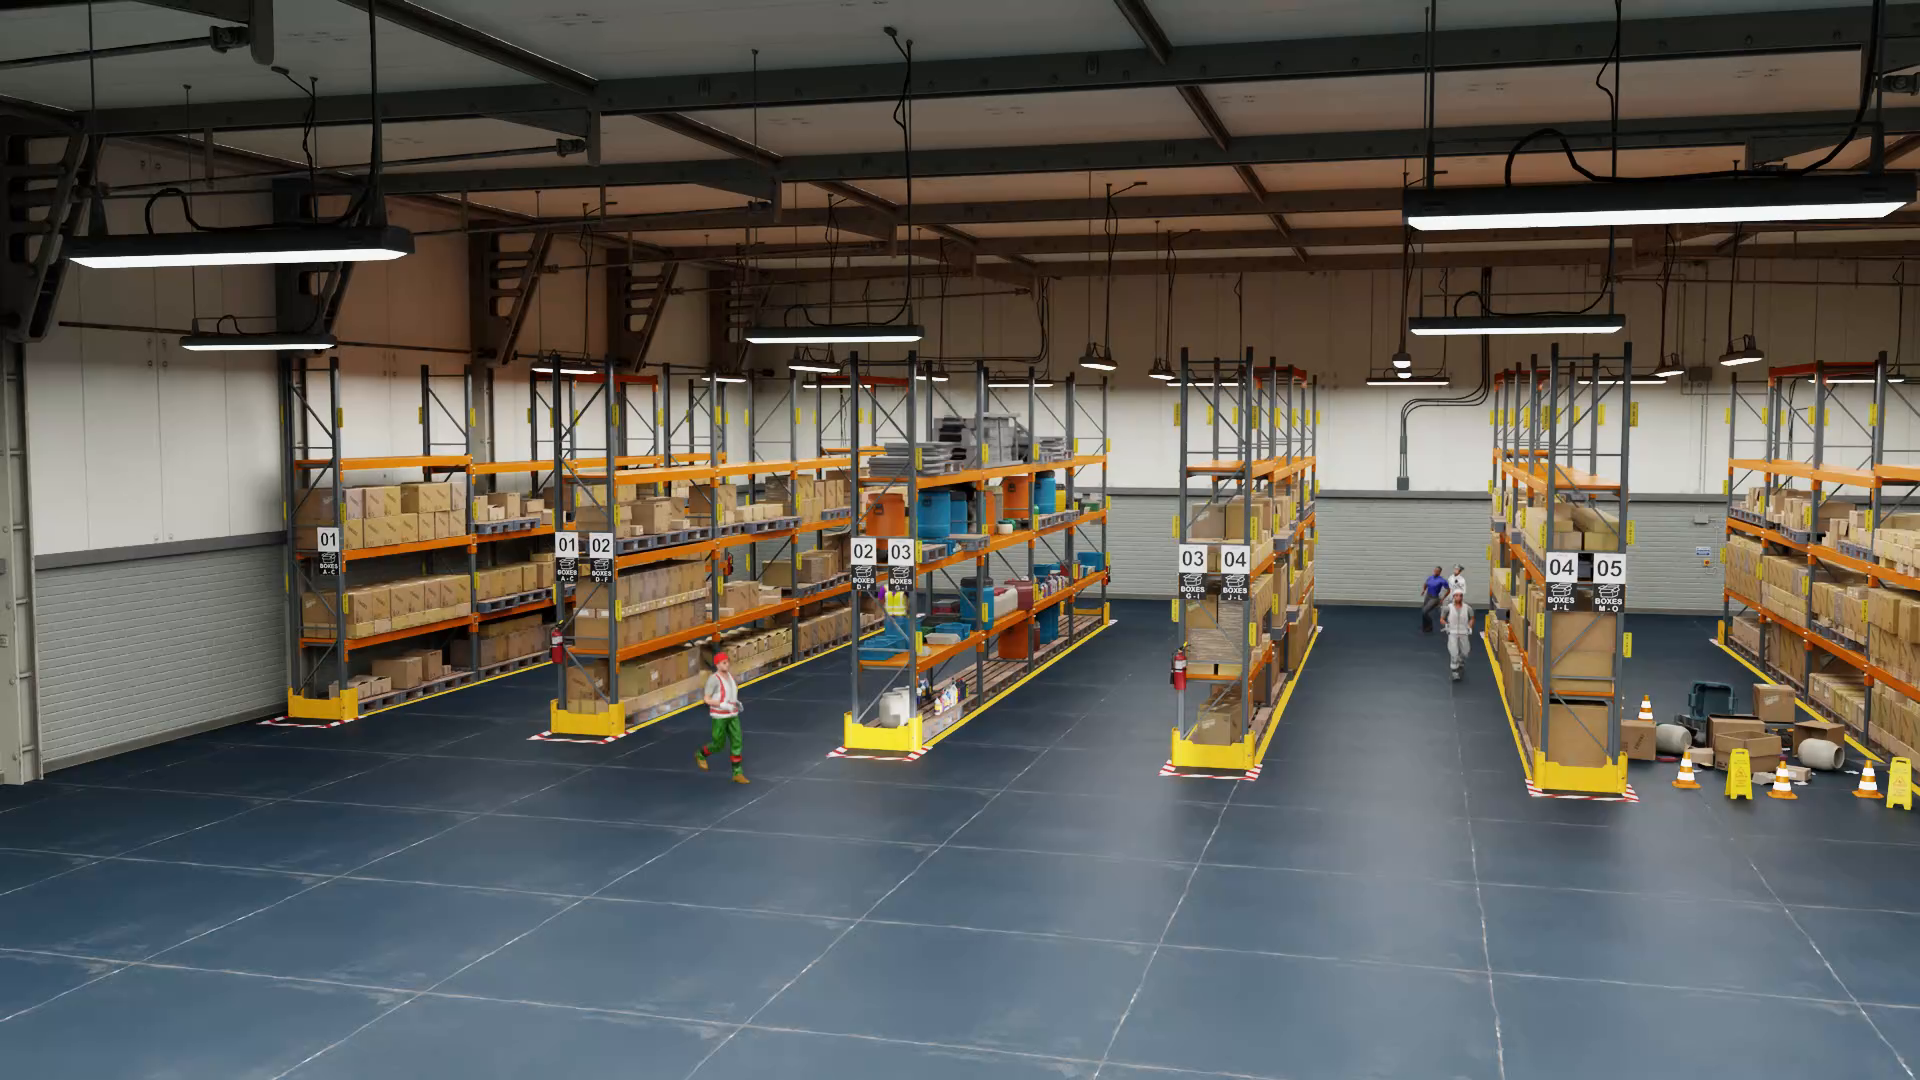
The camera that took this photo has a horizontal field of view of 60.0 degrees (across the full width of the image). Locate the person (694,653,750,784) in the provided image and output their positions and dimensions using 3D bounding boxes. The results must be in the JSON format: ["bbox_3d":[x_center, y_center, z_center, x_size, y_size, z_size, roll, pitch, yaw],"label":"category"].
[{"bbox_3d":[-3.264,2.429,22.855,0.960,1.778,0.662,3,5,36],"label":"person"}]

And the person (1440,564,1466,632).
[{"bbox_3d":[11.437,1.354,38.648,0.499,1.620,0.638,-3,5,-35],"label":"person"}]

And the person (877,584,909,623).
[{"bbox_3d":[-1.259,1.493,31.864,0.677,1.854,0.713,1,4,10],"label":"person"}]

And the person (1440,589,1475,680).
[{"bbox_3d":[9.493,1.803,31.716,0.648,1.737,0.614,1,4,10],"label":"person"}]

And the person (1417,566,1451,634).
[{"bbox_3d":[10.892,1.394,38.401,0.613,1.609,0.737,-3,5,-31],"label":"person"}]
